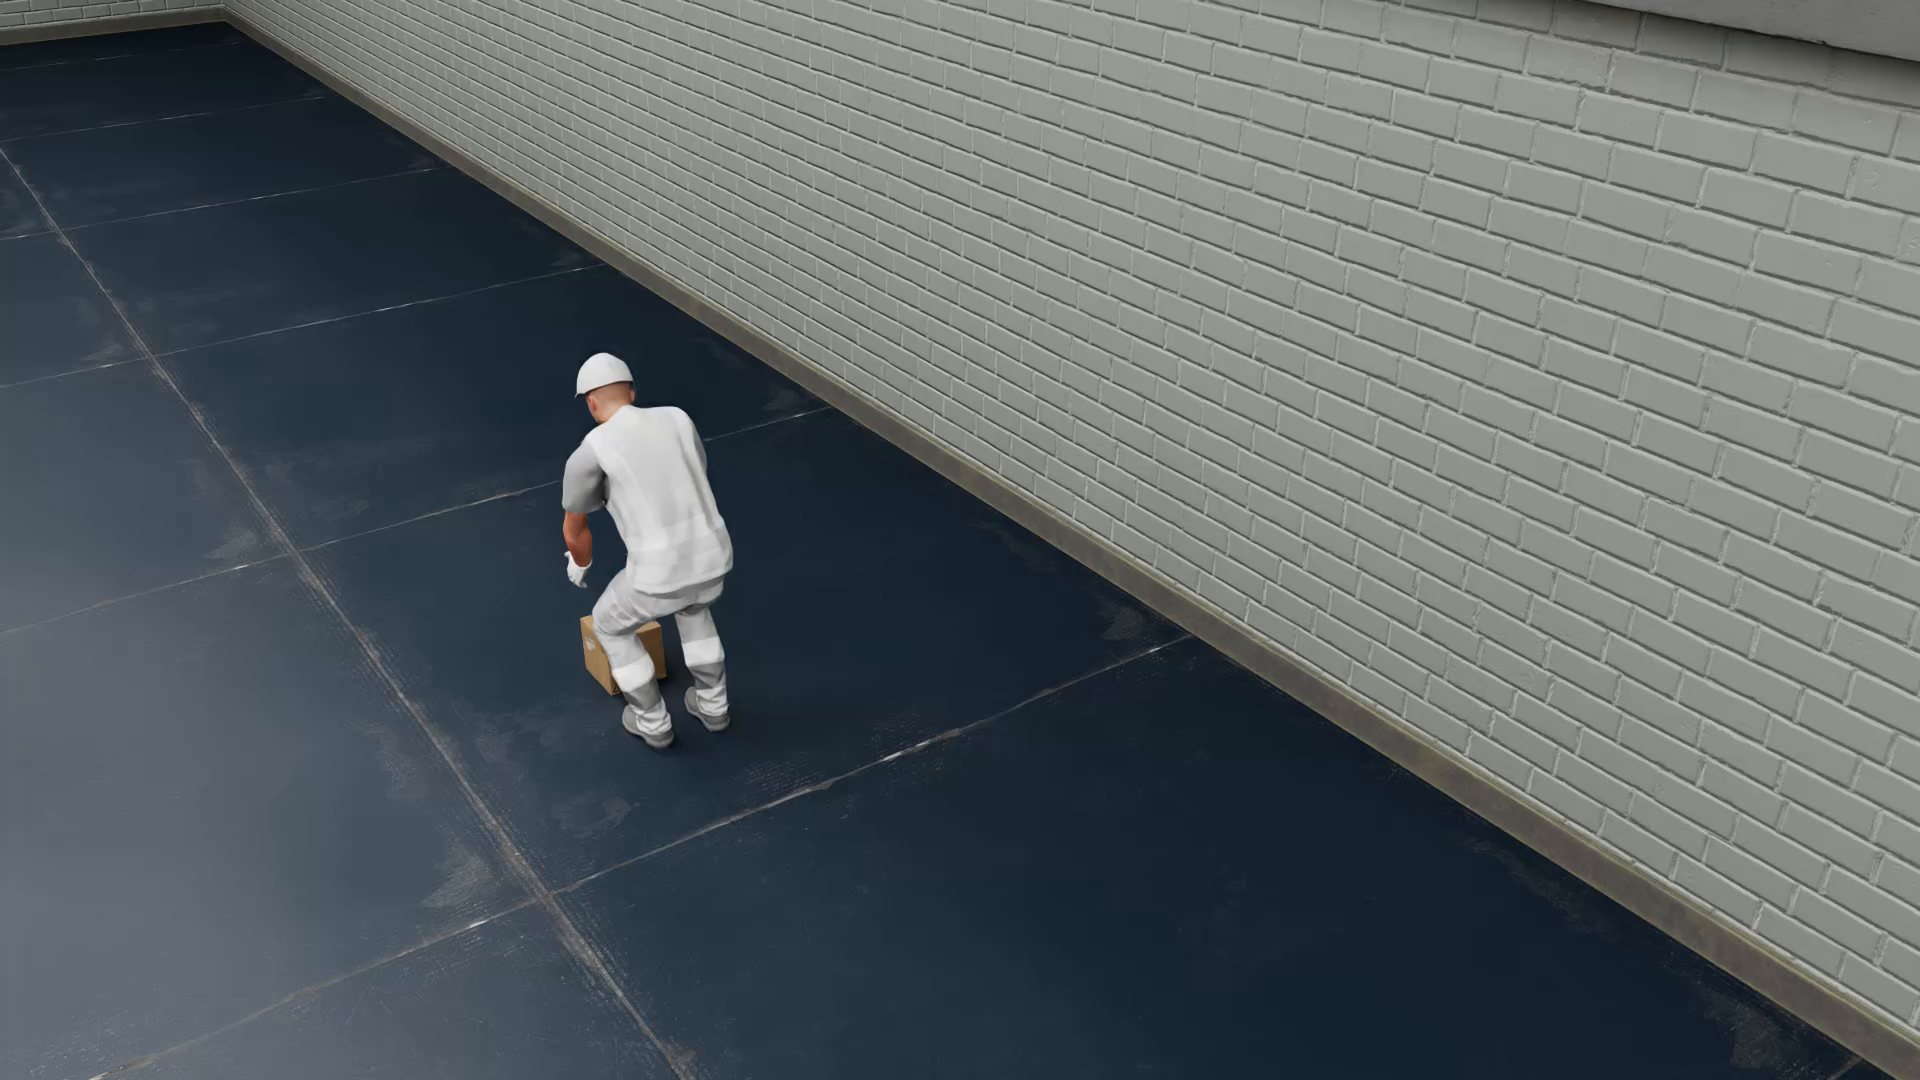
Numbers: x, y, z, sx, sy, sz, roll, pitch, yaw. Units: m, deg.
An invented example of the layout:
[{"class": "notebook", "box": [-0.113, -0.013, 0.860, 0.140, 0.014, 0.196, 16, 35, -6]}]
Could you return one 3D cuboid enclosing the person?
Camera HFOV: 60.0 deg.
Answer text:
[{"class": "person", "box": [-1.181, 0.067, 6.278, 0.581, 1.500, 0.707, -18, 33, -30]}]
